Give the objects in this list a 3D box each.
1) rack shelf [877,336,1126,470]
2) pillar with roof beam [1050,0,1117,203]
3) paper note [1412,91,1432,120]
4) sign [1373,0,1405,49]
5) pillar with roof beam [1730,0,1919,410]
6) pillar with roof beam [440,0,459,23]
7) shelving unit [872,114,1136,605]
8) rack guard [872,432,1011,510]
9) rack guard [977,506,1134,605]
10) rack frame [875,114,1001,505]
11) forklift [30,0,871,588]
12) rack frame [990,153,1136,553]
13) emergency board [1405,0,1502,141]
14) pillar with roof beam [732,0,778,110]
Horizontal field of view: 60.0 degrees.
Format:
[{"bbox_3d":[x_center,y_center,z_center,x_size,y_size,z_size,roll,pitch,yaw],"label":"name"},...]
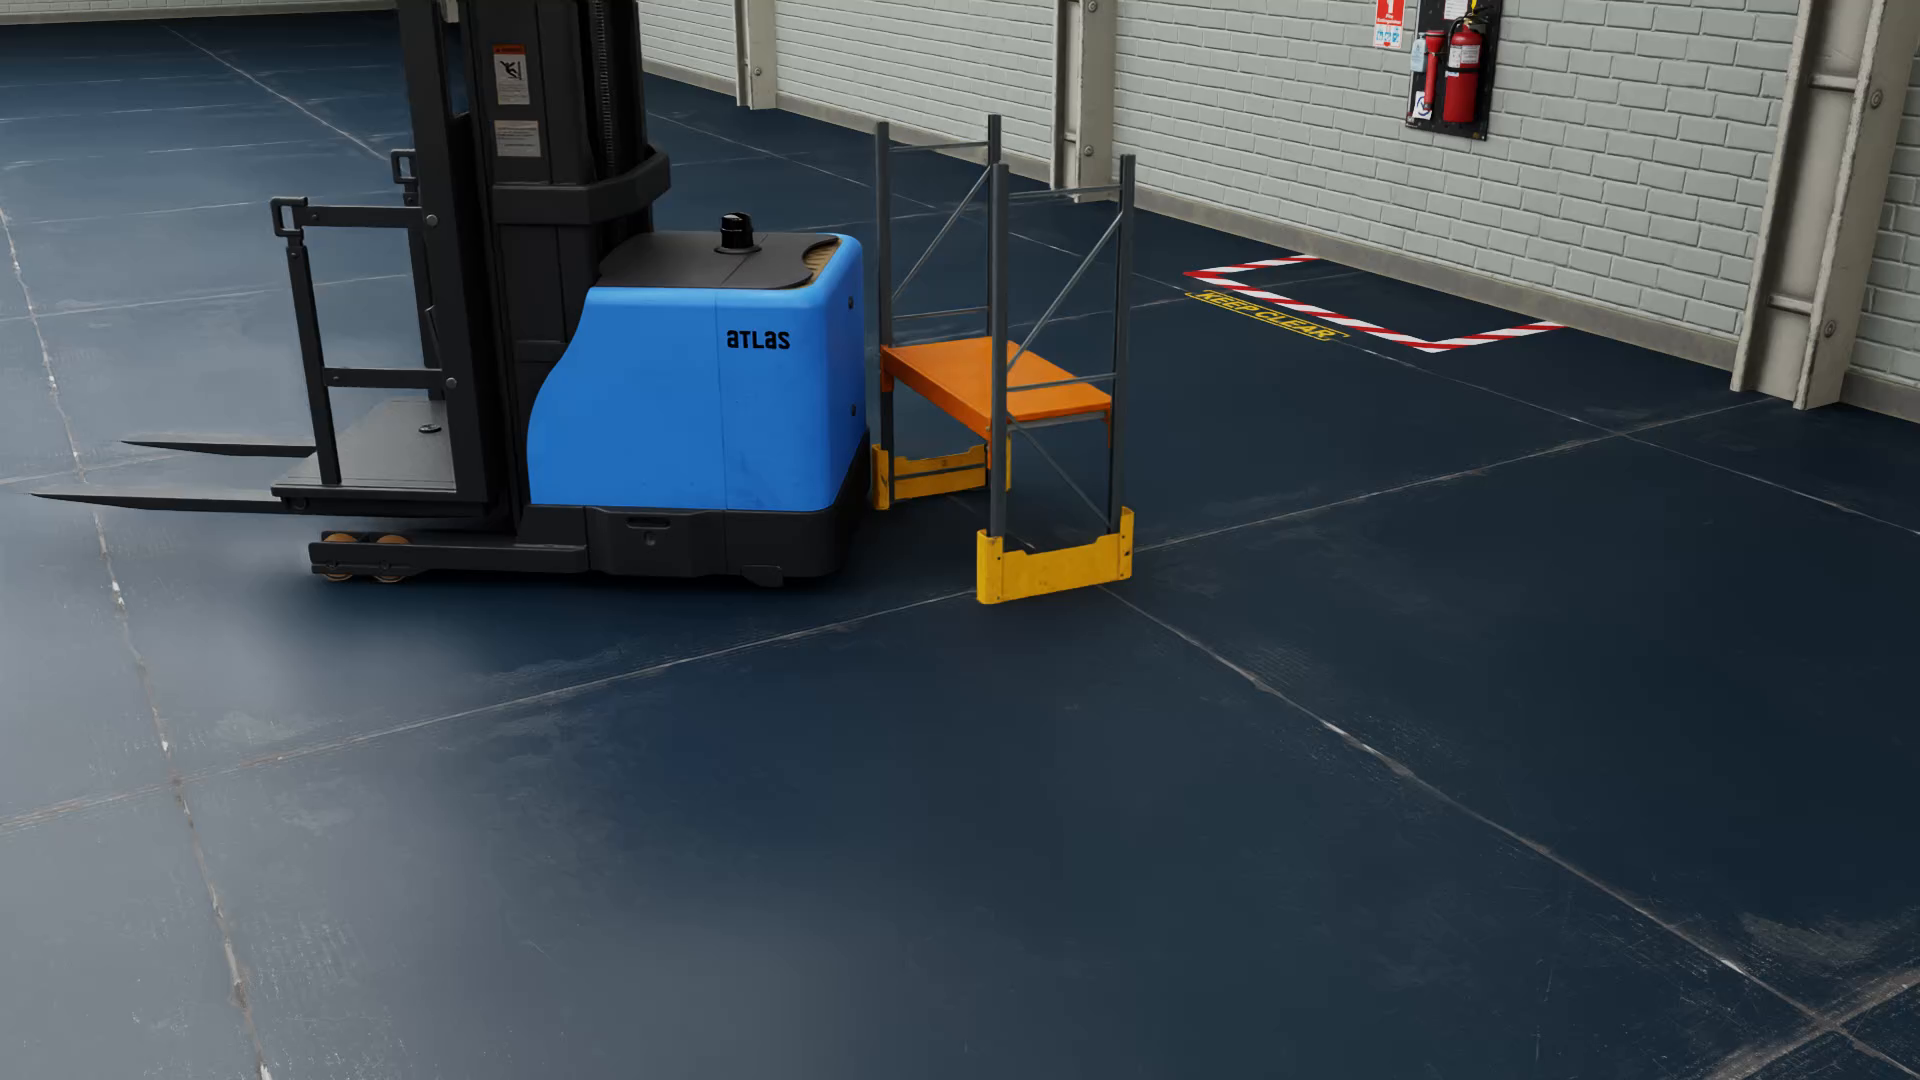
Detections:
[{"bbox_3d":[0.130,-0.534,6.112,0.538,0.185,1.000,-10,24,-22],"label":"rack shelf"},{"bbox_3d":[-2.775,-5.986,9.088,9.100,9.000,0.400,-13,25,-28],"label":"pillar with roof beam"},{"bbox_3d":[2.730,-2.563,9.802,0.016,0.148,0.142,-13,25,-28],"label":"paper note"},{"bbox_3d":[2.568,-3.115,9.945,0.001,0.329,0.234,-13,25,-28],"label":"sign"},{"bbox_3d":[0.290,-4.044,4.310,9.100,9.000,0.400,-13,25,-28],"label":"pillar with roof beam"},{"bbox_3d":[-11.969,-11.813,23.424,9.100,9.000,0.400,-13,25,-28],"label":"pillar with roof beam"},{"bbox_3d":[0.134,-0.698,6.036,0.587,1.500,1.083,-10,24,-22],"label":"shelving unit"},{"bbox_3d":[-0.070,-0.290,6.692,0.587,0.250,0.087,-10,24,-22],"label":"rack guard"},{"bbox_3d":[0.338,0.052,5.851,0.587,0.250,0.087,-10,24,-22],"label":"rack guard"},{"bbox_3d":[-0.078,-0.875,6.473,0.500,1.500,0.032,-10,24,-22],"label":"rack frame"},{"bbox_3d":[-1.902,-1.401,5.866,3.031,2.935,1.130,2,22,4],"label":"forklift"},{"bbox_3d":[0.339,-0.526,5.614,0.500,1.500,0.032,-10,24,-22],"label":"rack frame"},{"bbox_3d":[2.762,-2.900,9.463,0.194,1.169,0.643,-13,25,-28],"label":"emergency board"},{"bbox_3d":[-5.840,-7.928,13.867,9.100,9.000,0.400,-13,25,-28],"label":"pillar with roof beam"}]
